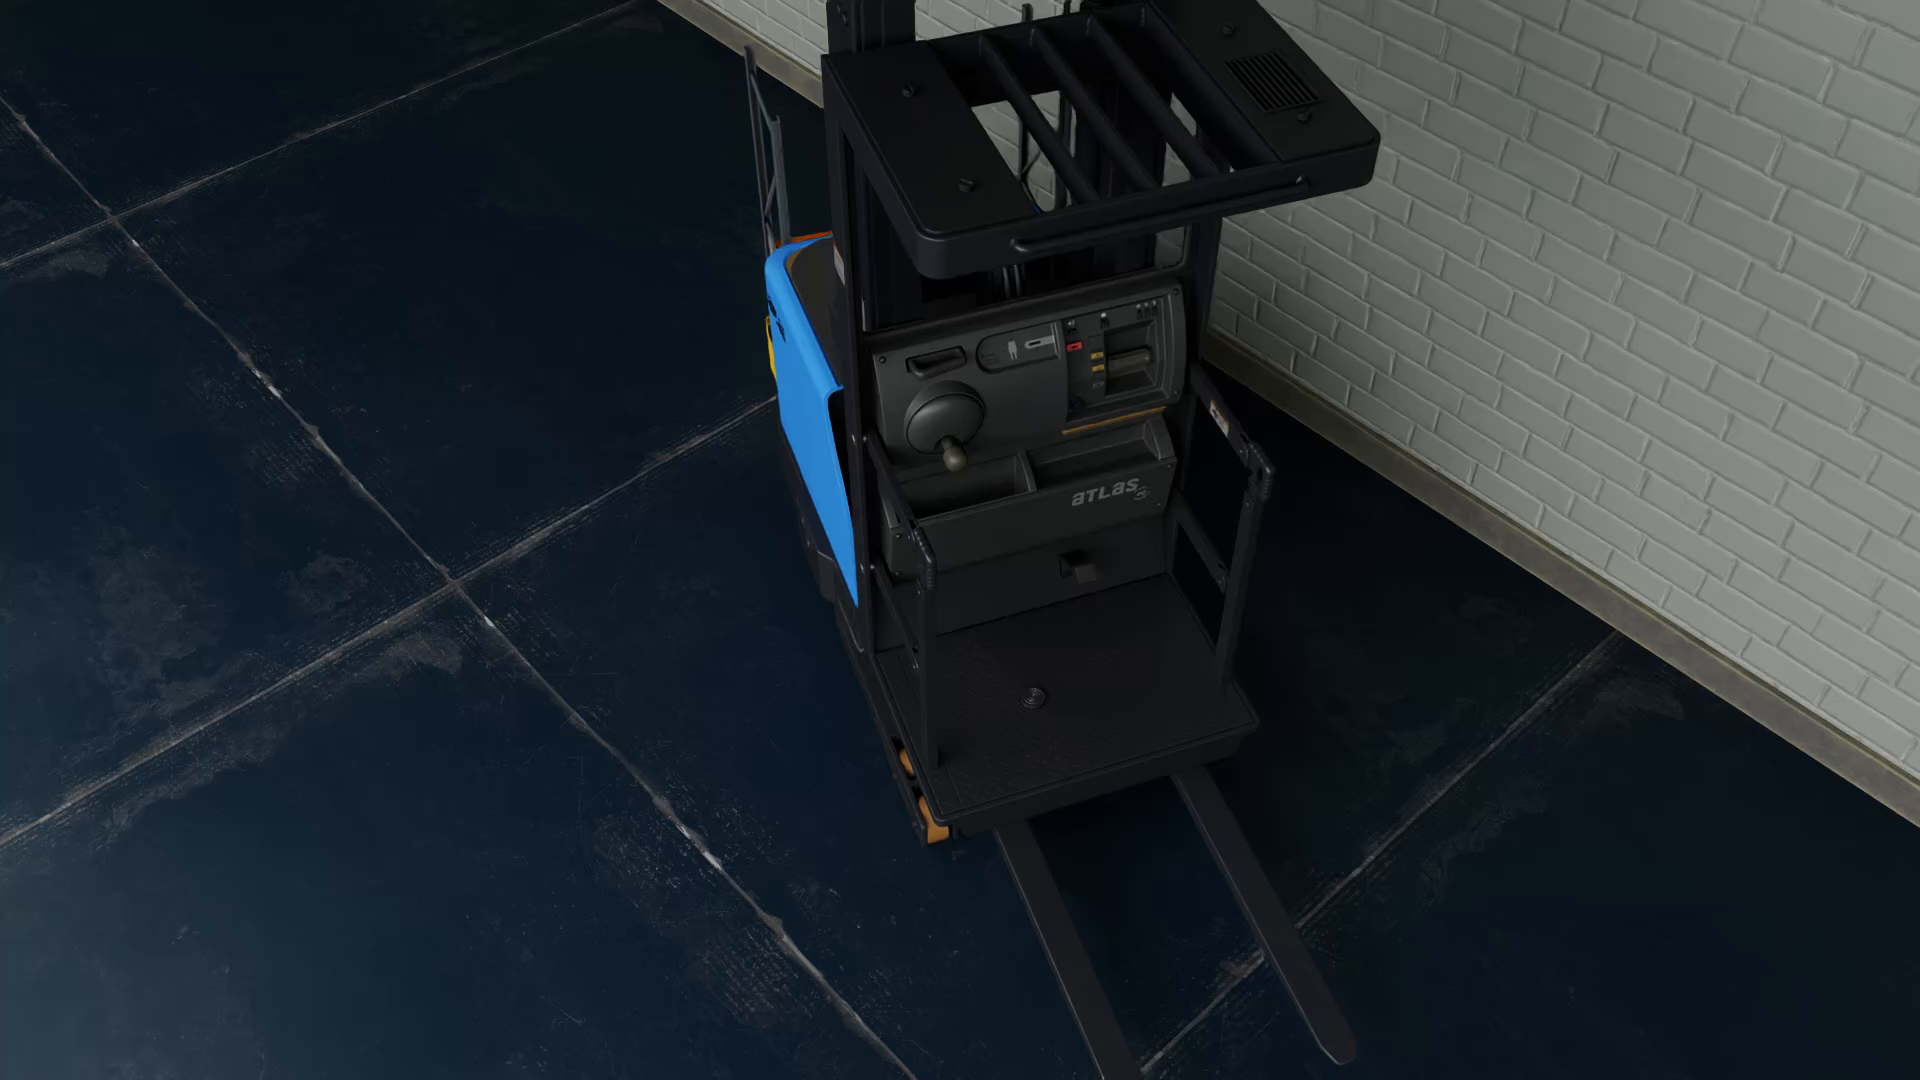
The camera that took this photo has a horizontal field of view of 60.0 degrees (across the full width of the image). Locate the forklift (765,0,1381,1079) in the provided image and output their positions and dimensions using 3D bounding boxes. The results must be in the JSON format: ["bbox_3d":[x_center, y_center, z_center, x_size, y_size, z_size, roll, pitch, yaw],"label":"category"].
[{"bbox_3d":[0.283,-0.368,4.595,1.130,2.935,3.031,-15,49,-13],"label":"forklift"}]

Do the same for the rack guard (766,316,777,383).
[{"bbox_3d":[-0.673,-0.622,6.654,0.087,0.250,0.587,-12,48,-11],"label":"rack guard"}]

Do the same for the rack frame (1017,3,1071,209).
[{"bbox_3d":[0.304,-1.248,6.381,0.032,1.500,0.500,-12,48,-11],"label":"rack frame"}]

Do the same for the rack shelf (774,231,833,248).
[{"bbox_3d":[-0.185,-1.025,6.420,1.000,0.185,0.538,-12,48,-11],"label":"rack shelf"}]

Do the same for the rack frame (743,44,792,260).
[{"bbox_3d":[-0.674,-1.045,6.194,0.032,1.500,0.500,-12,48,-11],"label":"rack frame"}]

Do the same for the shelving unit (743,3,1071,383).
[{"bbox_3d":[-0.194,-1.145,6.286,1.083,1.500,0.587,-12,48,-11],"label":"shelving unit"}]
